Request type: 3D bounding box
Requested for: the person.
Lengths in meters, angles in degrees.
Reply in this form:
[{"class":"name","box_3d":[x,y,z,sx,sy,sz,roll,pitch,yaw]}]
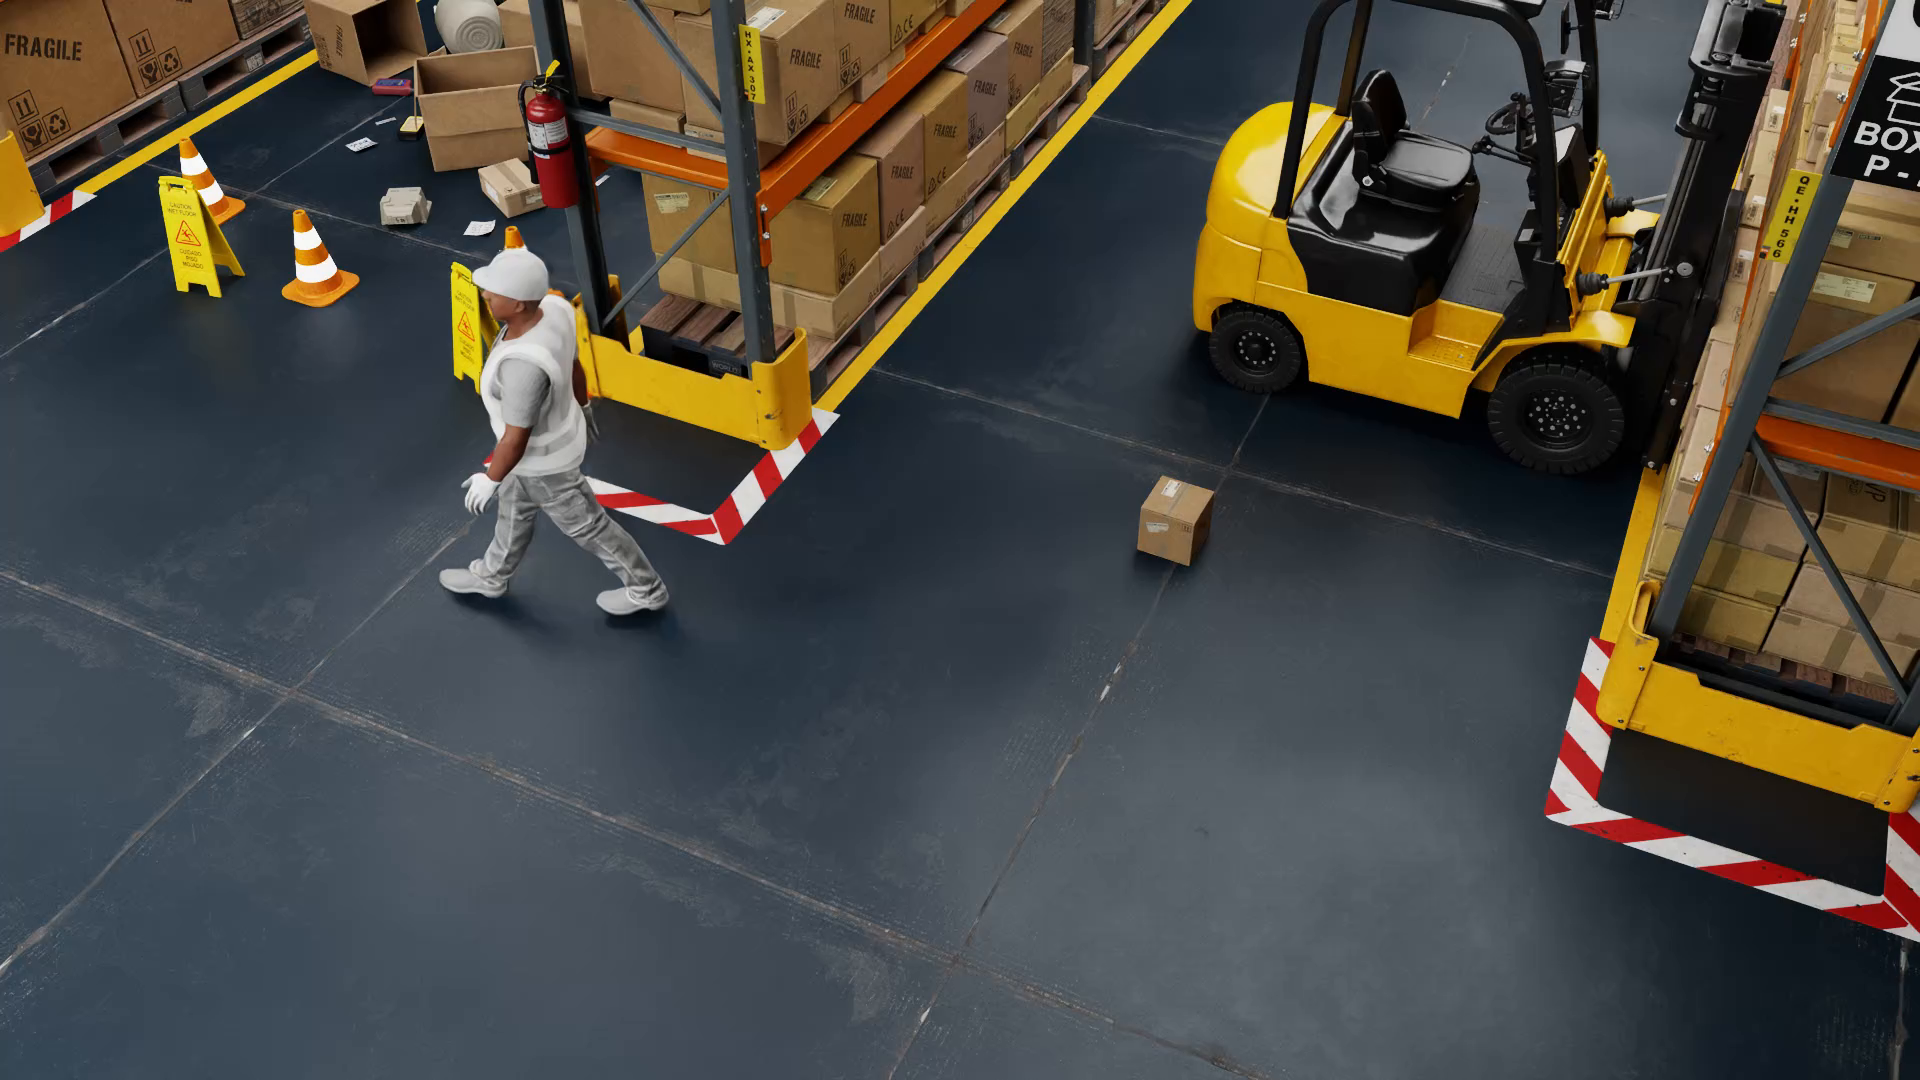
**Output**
[{"class":"person","box_3d":[-1.742,-0.373,6.543,1.003,1.727,0.597,-2,42,-3]}]
